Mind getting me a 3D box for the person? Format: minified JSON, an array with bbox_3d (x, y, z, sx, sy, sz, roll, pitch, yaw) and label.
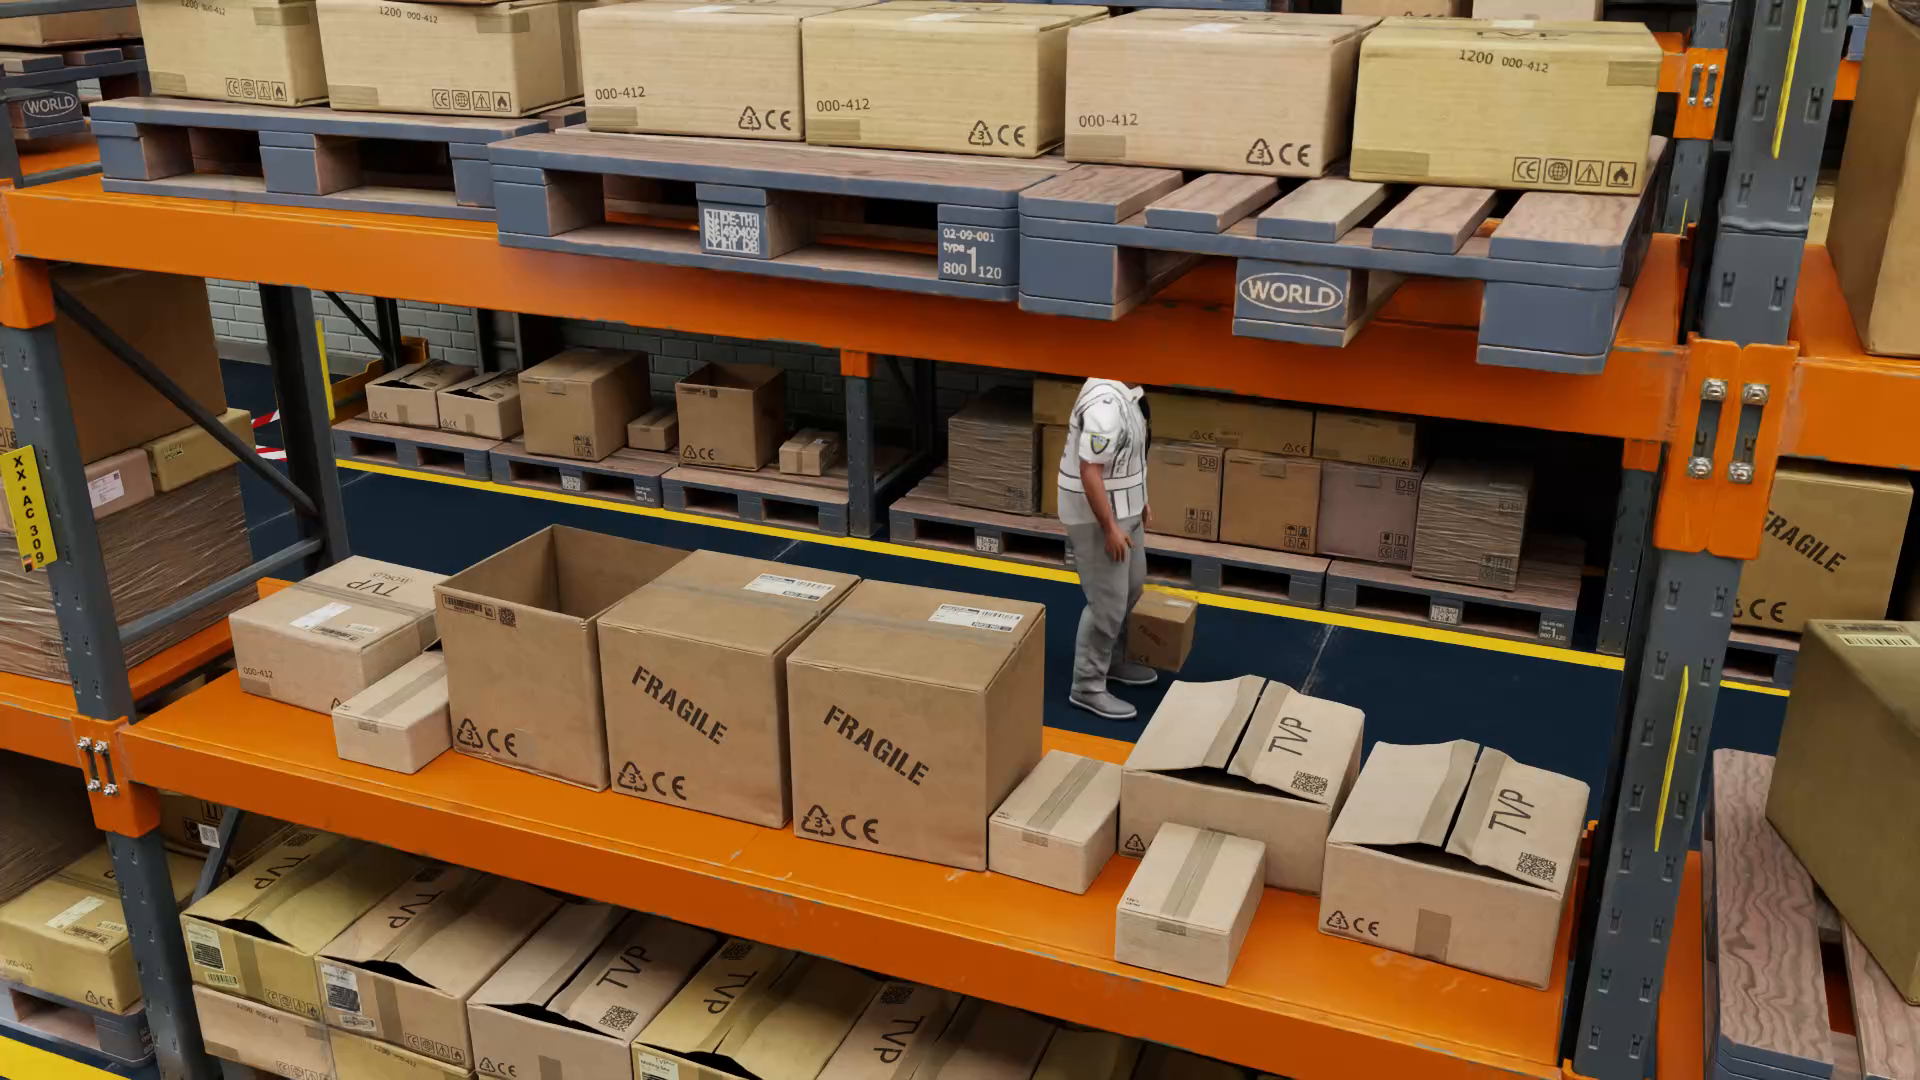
[{"bbox_3d":[0.670,-0.119,7.373,0.434,1.748,0.594,8,24,19],"label":"person"}]
